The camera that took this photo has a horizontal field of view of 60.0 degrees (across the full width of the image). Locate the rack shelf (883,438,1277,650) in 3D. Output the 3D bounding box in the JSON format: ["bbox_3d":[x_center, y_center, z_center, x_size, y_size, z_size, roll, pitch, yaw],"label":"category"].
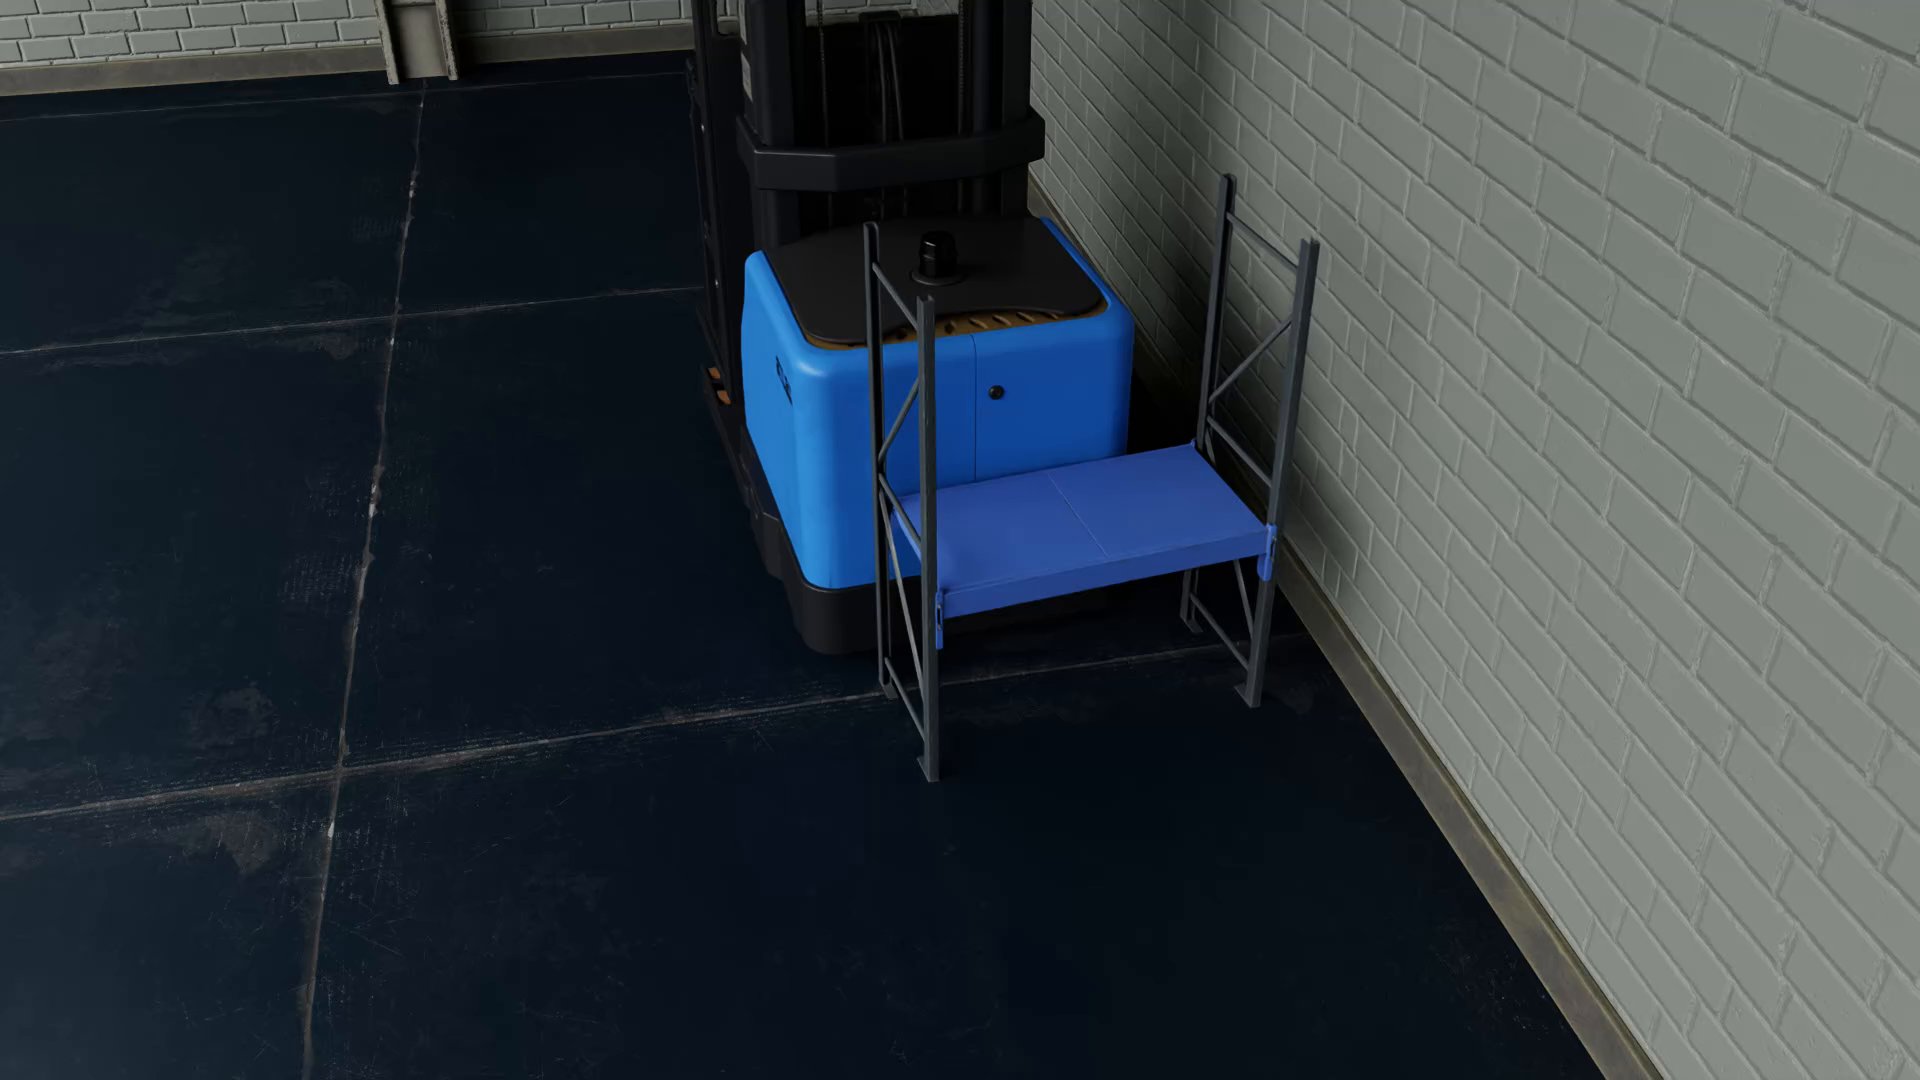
[{"bbox_3d":[0.327,-0.008,4.738,1.000,0.185,0.538,-11,35,-16],"label":"rack shelf"}]

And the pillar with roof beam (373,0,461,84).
[{"bbox_3d":[-2.226,-4.168,3.886,0.400,9.000,9.100,-7,35,-11],"label":"pillar with roof beam"}]

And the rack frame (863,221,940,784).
[{"bbox_3d":[-0.154,-0.065,4.500,0.032,1.500,0.500,-11,35,-16],"label":"rack frame"}]

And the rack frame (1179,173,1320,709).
[{"bbox_3d":[0.807,-0.249,4.775,0.032,1.500,0.500,-11,35,-16],"label":"rack frame"}]

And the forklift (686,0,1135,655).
[{"bbox_3d":[-0.382,-1.681,5.625,1.130,2.935,3.031,-9,35,-14],"label":"forklift"}]

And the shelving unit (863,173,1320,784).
[{"bbox_3d":[0.327,-0.157,4.638,1.048,1.500,0.538,-11,35,-16],"label":"shelving unit"}]
